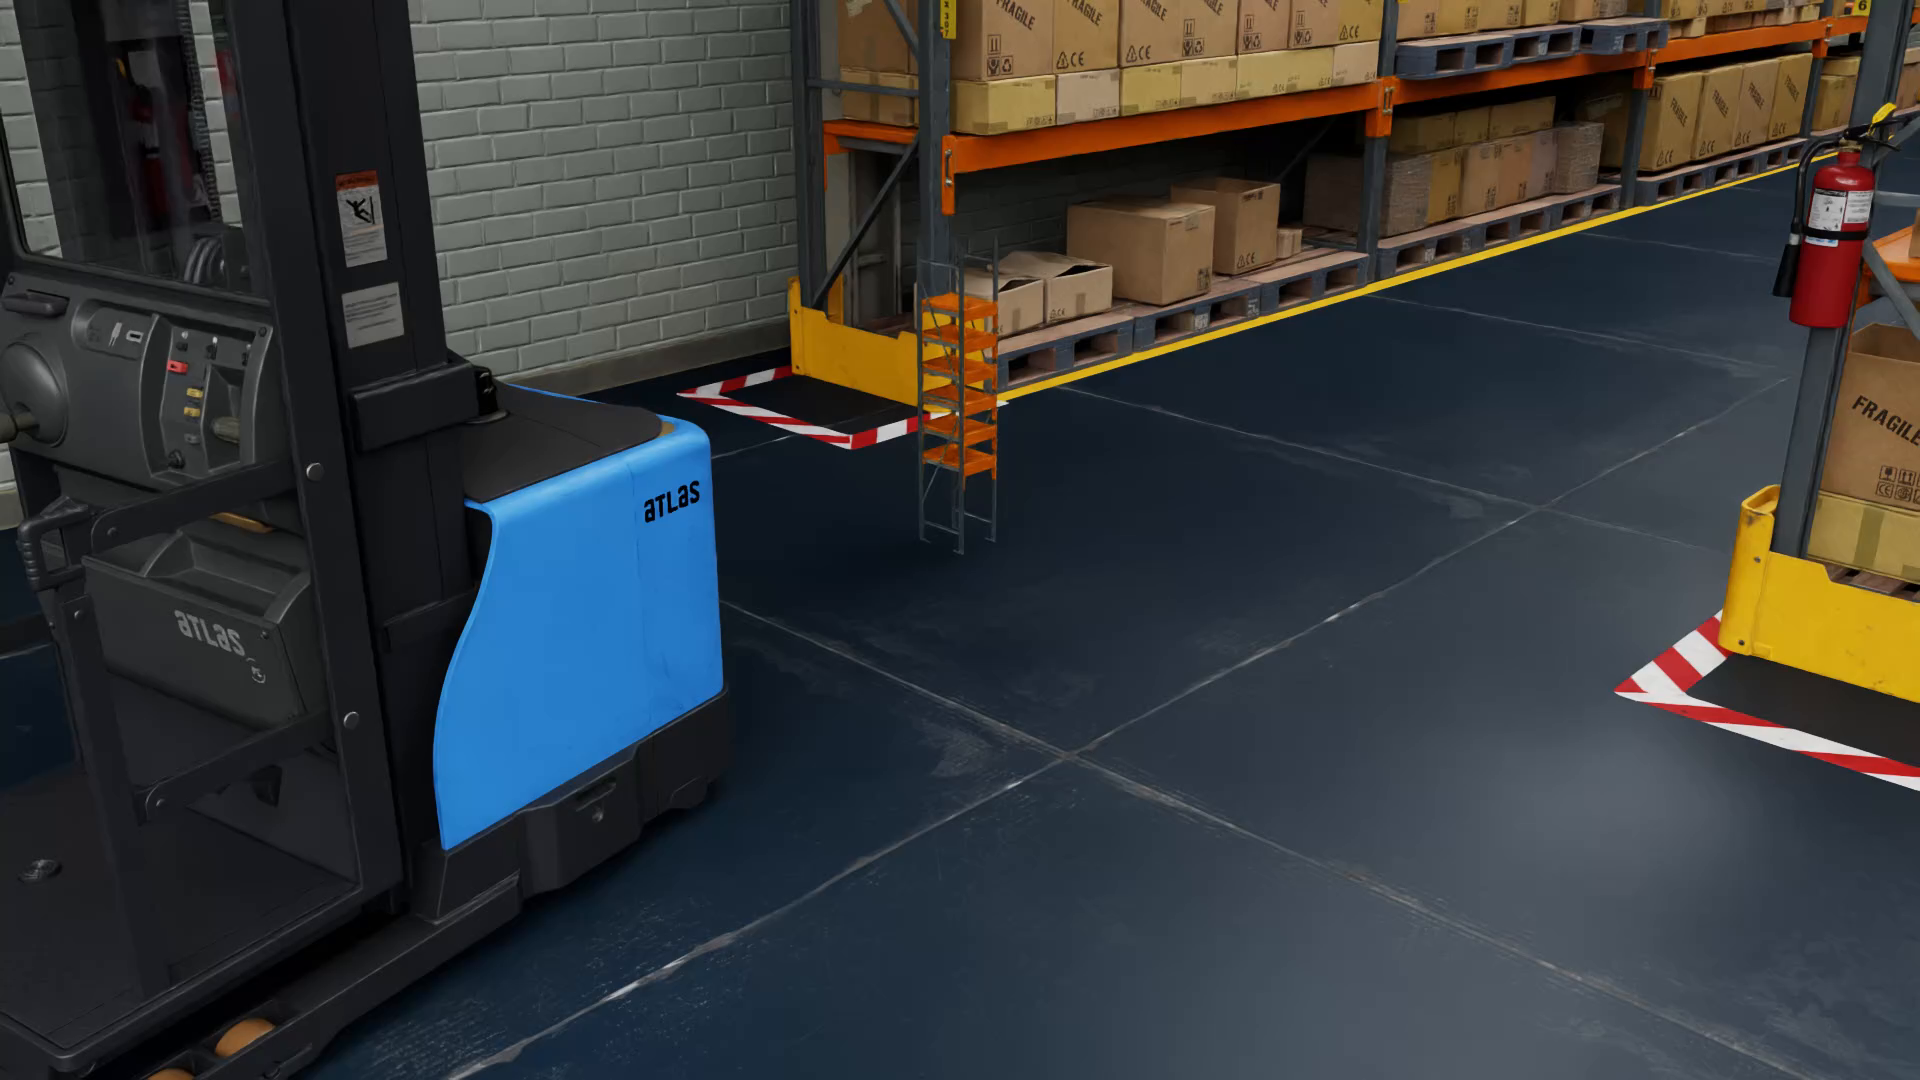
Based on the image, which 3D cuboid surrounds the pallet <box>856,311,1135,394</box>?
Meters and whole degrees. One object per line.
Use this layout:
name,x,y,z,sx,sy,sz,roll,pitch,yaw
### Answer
pallet,0.199,-1.104,9.154,1.003,0.211,1.213,19,28,41

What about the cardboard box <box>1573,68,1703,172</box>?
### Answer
cardboard box,5.741,-3.592,14.149,0.750,0.750,0.750,19,28,40

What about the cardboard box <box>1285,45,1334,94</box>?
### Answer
cardboard box,1.877,-2.830,9.939,0.500,0.250,0.500,19,28,41

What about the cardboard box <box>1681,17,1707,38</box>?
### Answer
cardboard box,5.958,-4.271,13.829,0.250,0.149,0.380,-19,28,-40

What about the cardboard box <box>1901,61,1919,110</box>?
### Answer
cardboard box,10.299,-5.124,18.623,0.700,0.500,0.500,19,28,41

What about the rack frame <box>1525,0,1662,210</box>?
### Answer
rack frame,5.134,-4.243,13.432,1.000,3.000,0.127,19,28,41

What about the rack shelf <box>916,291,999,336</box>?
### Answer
rack shelf,-0.010,-0.851,6.236,0.258,0.103,0.180,19,28,41

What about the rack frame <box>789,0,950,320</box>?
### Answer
rack frame,-0.446,-2.186,8.082,1.000,3.000,0.127,19,28,41

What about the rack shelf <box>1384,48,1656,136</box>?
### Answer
rack shelf,3.739,-3.393,12.224,1.077,0.370,4.000,19,28,41

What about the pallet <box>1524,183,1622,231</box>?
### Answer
pallet,4.588,-2.741,13.411,1.003,0.211,1.213,19,28,41

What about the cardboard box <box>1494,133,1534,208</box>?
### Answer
cardboard box,3.900,-2.845,12.667,0.700,0.500,0.500,19,28,40

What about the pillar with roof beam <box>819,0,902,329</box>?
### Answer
pillar with roof beam,2.507,-4.306,5.234,9.100,9.000,0.400,19,28,41

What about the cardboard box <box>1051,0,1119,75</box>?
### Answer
cardboard box,0.454,-2.648,8.419,0.500,0.500,0.500,19,28,41

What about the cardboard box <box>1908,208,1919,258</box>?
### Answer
cardboard box,3.440,-1.111,5.145,0.700,0.500,0.500,19,28,41

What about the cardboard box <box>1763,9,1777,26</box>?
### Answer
cardboard box,7.159,-4.751,15.075,0.380,0.149,0.250,19,28,41

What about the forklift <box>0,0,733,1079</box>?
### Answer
forklift,-1.860,-0.321,3.324,1.130,2.935,3.031,13,24,30

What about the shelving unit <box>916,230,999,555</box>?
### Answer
shelving unit,-0.010,-0.556,6.350,0.258,1.200,0.189,19,28,41

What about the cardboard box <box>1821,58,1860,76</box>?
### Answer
cardboard box,8.890,-4.812,16.908,0.250,0.149,0.380,-19,28,-40

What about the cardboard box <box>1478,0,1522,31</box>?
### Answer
cardboard box,3.555,-3.908,11.808,0.500,0.500,0.700,-16,26,-35

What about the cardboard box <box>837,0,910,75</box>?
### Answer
cardboard box,-0.270,-2.650,8.425,0.500,0.500,0.500,19,28,40

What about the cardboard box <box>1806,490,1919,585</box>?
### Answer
cardboard box,3.268,-0.072,5.828,0.500,0.250,0.500,19,28,41

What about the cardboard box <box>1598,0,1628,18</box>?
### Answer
cardboard box,4.814,-4.372,13.015,0.700,0.500,0.500,15,26,35

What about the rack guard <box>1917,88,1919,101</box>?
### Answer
rack guard,10.732,-5.139,19.247,1.175,0.500,0.348,19,28,41

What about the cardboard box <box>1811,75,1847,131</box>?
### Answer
cardboard box,8.520,-4.467,16.914,0.700,0.500,0.500,20,29,41

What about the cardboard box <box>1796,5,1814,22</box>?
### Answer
cardboard box,7.733,-4.935,15.554,0.250,0.149,0.380,-20,28,-41

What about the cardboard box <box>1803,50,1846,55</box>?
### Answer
cardboard box,9.182,-5.117,17.702,0.380,0.149,0.250,19,28,40

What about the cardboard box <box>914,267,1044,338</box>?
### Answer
cardboard box,0.101,-1.292,8.890,0.500,0.311,0.500,15,26,35

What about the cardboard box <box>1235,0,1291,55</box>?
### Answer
cardboard box,1.533,-3.049,9.461,0.500,0.500,0.500,18,28,39

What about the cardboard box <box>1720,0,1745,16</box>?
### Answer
cardboard box,6.376,-4.758,14.191,0.500,0.500,0.500,19,28,40

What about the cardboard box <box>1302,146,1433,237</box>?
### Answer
cardboard box,2.846,-2.447,11.630,0.500,0.500,0.700,-19,28,-40

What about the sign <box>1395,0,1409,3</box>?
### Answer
sign,2.738,-3.485,10.254,0.100,0.325,0.005,19,28,41

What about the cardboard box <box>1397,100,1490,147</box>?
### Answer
cardboard box,3.511,-3.045,12.143,0.500,0.250,0.500,18,28,39

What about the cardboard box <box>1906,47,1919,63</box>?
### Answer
cardboard box,10.340,-5.348,18.302,0.380,0.149,0.250,19,28,40

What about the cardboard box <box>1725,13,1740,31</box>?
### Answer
cardboard box,6.592,-4.559,14.576,0.380,0.149,0.250,19,28,41

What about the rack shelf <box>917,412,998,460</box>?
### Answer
rack shelf,-0.010,-0.403,6.409,0.258,0.103,0.180,19,28,41

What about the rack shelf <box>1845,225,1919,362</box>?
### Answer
rack shelf,4.501,-1.126,6.326,1.077,0.370,4.000,19,28,41

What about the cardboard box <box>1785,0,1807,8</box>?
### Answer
cardboard box,7.435,-5.151,15.212,0.500,0.500,0.500,20,28,41

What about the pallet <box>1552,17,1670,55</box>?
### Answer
pallet,4.714,-3.944,12.921,1.213,0.211,1.003,19,28,41

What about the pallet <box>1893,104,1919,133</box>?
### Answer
pallet,10.213,-4.773,18.697,1.003,0.211,1.213,19,28,41

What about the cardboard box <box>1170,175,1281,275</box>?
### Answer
cardboard box,1.649,-1.976,10.407,0.500,0.500,0.500,17,27,37

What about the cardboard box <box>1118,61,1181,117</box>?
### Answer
cardboard box,0.833,-2.438,8.919,0.500,0.250,0.500,19,28,40

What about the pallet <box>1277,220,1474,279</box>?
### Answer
pallet,2.886,-2.114,11.779,1.003,0.211,1.213,19,28,41

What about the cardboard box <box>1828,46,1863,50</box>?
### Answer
cardboard box,9.715,-5.314,18.214,0.380,0.149,0.250,20,28,41

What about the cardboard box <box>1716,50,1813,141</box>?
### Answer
cardboard box,7.564,-4.264,15.899,0.750,0.750,0.750,20,28,41
